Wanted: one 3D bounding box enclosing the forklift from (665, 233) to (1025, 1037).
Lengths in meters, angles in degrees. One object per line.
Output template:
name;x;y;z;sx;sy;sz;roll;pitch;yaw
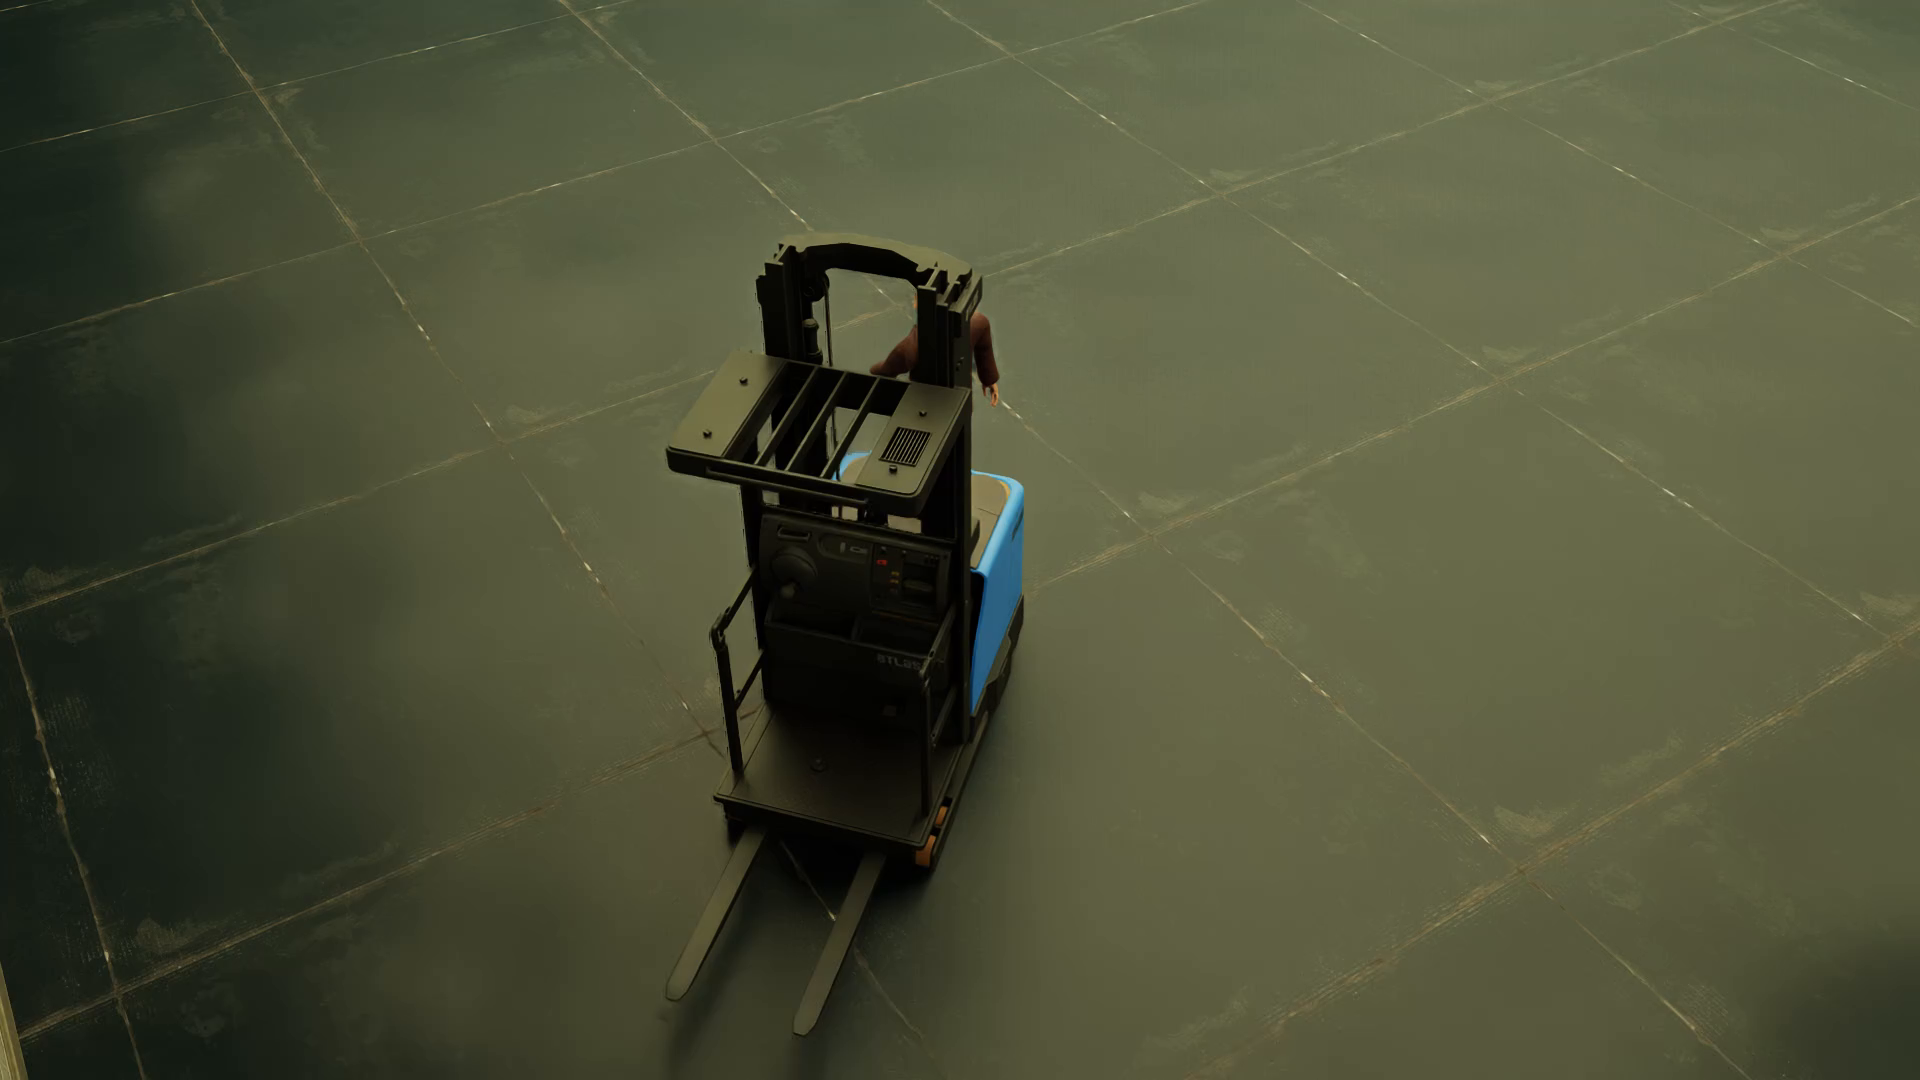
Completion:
forklift;-0.557;0.220;7.619;1.130;2.935;3.031;11;42;13

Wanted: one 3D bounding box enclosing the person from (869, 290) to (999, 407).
person;-0.123;-0.862;9.747;0.720;1.707;0.872;-33;51;-32
